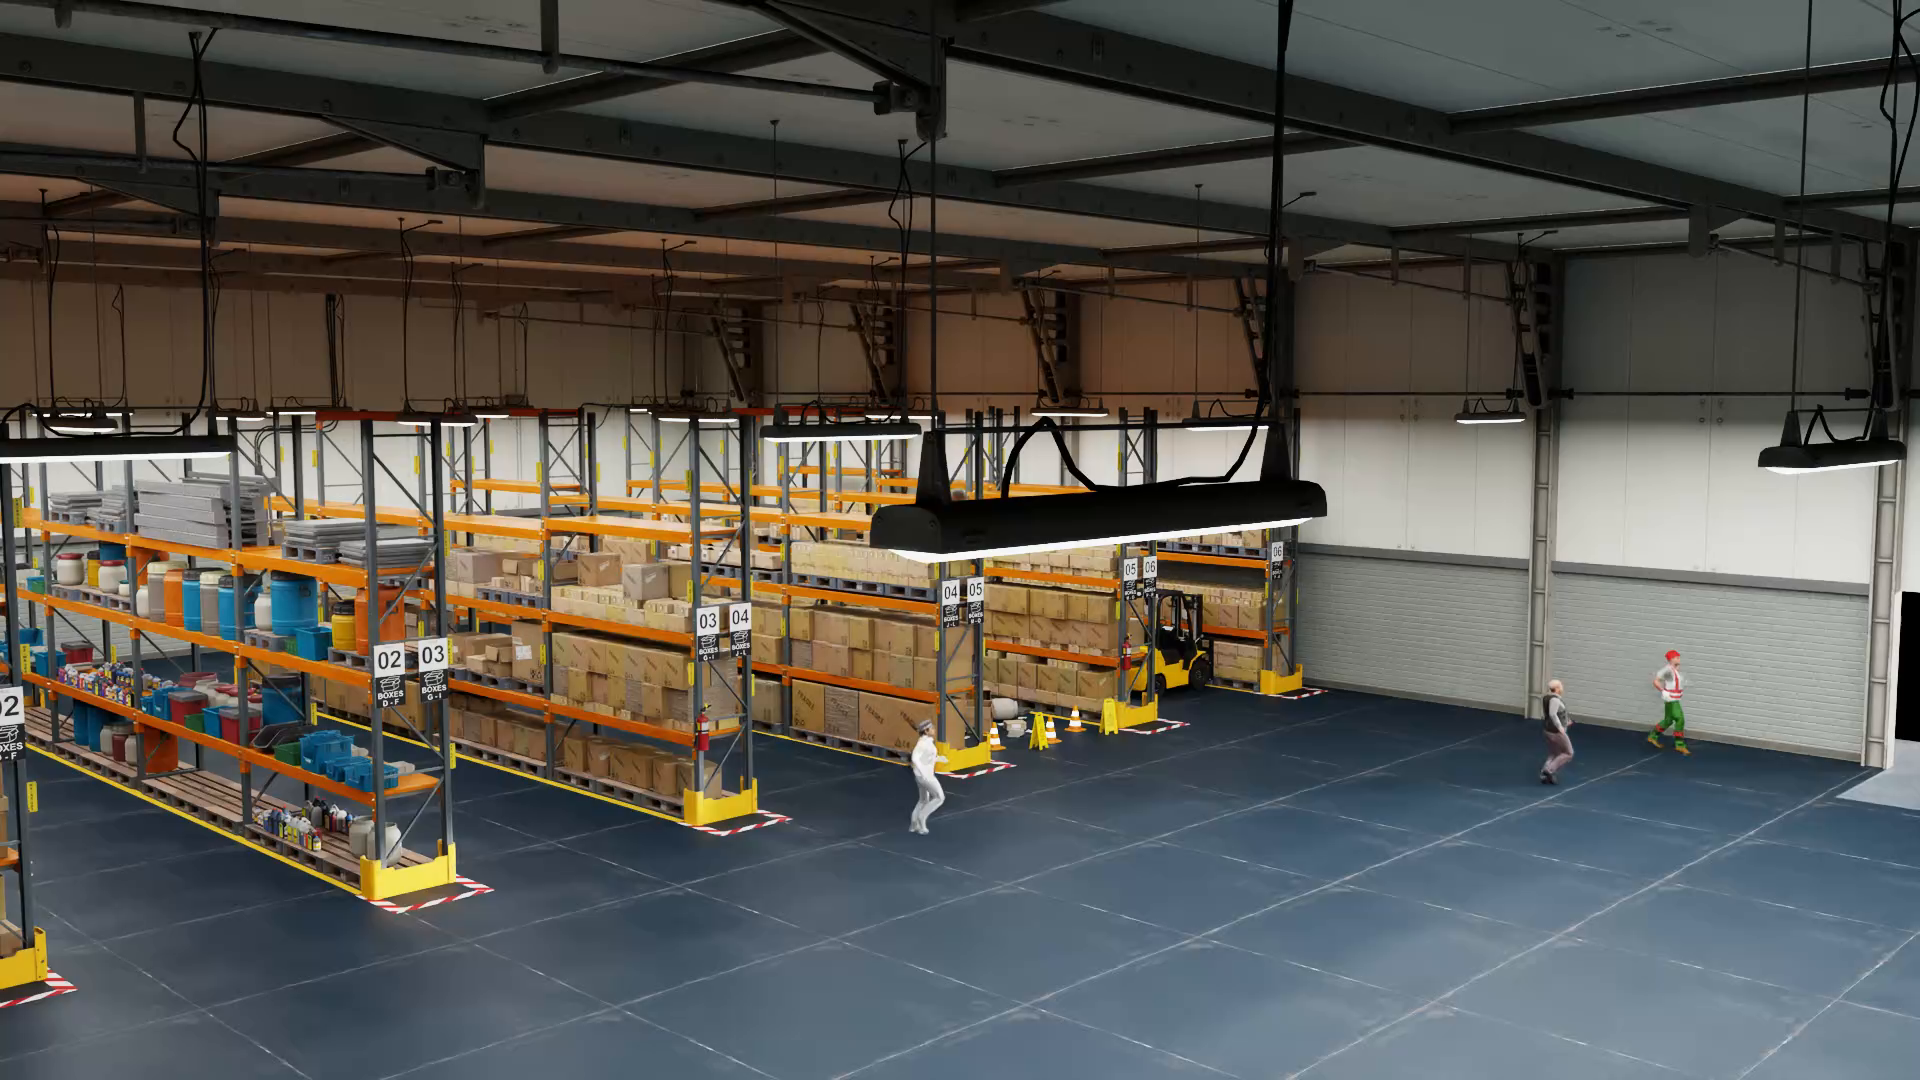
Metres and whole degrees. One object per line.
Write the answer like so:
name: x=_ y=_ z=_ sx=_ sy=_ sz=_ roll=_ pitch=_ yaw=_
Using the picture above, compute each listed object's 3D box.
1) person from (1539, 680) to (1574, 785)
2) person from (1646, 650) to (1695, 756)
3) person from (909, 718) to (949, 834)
person: x=9.660 y=3.111 z=26.865 sx=0.542 sy=1.706 sz=0.642 roll=0 pitch=5 yaw=-2
person: x=12.514 y=2.840 z=29.254 sx=0.814 sy=1.823 sz=0.640 roll=4 pitch=6 yaw=36
person: x=-0.443 y=3.379 z=23.900 sx=0.585 sy=1.660 sz=0.593 roll=-1 pitch=5 yaw=-6
